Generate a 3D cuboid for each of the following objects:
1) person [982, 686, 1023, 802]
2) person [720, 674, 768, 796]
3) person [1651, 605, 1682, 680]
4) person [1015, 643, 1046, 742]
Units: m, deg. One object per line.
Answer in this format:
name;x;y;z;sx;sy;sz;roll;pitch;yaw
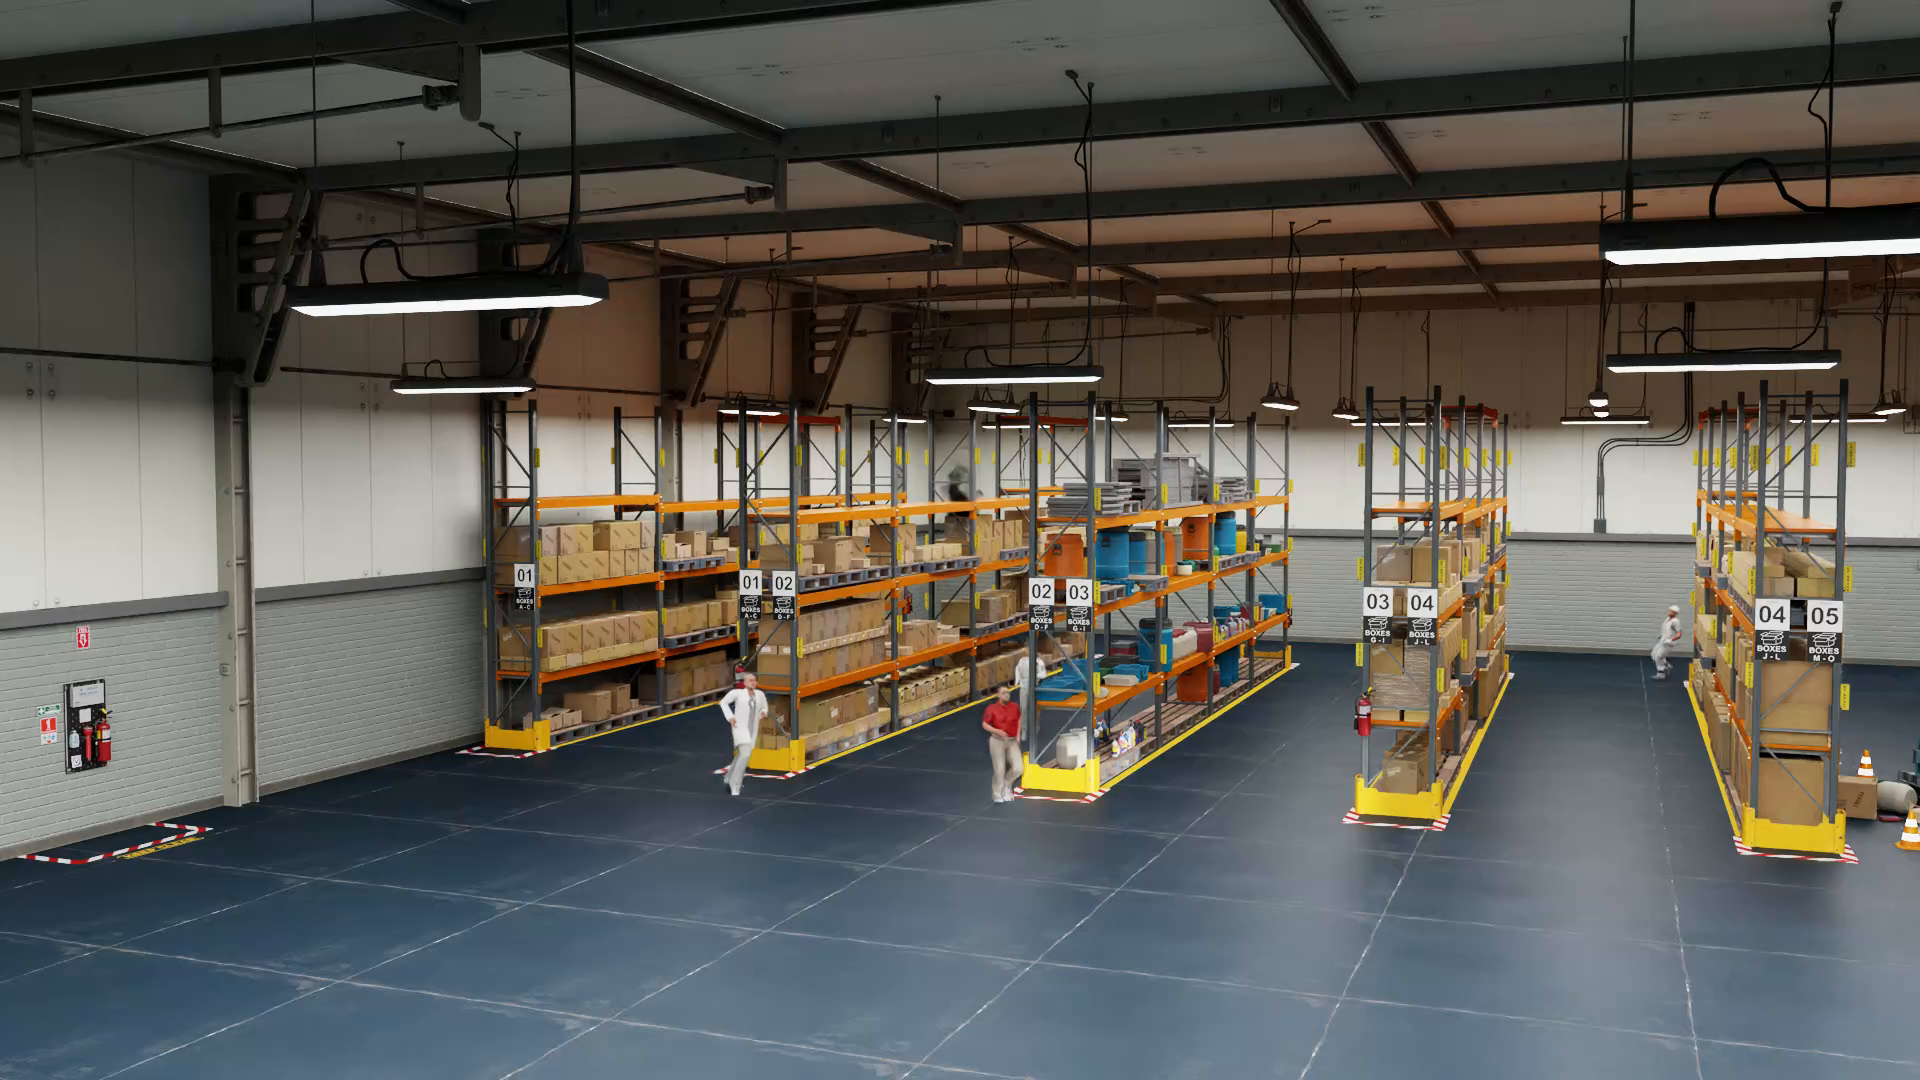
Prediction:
person;0.670;2.968;24.045;0.662;1.691;0.578;-1;3;-22
person;-3.195;2.908;24.960;0.687;1.826;0.799;-2;4;-40
person;15.836;2.306;37.311;0.519;1.701;0.698;0;3;4
person;1.254;2.678;29.656;0.593;1.727;0.854;1;3;11
